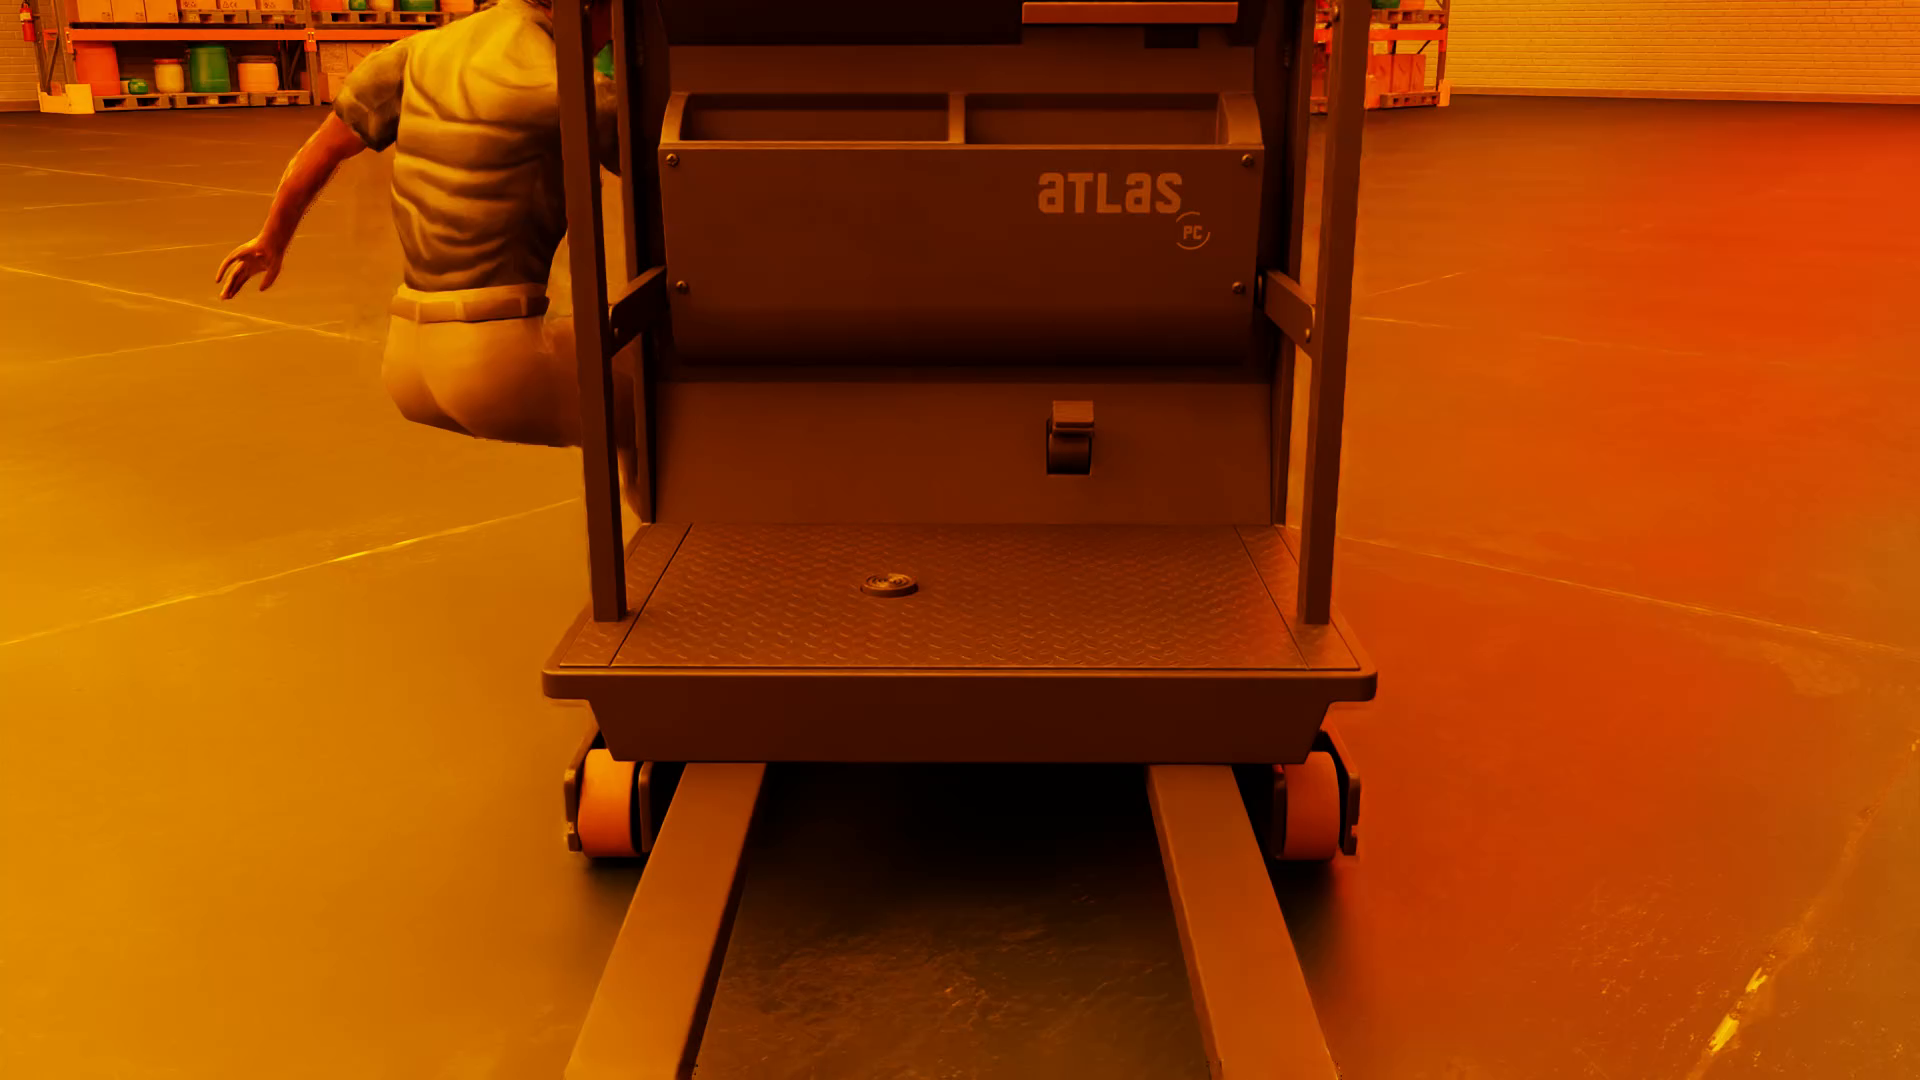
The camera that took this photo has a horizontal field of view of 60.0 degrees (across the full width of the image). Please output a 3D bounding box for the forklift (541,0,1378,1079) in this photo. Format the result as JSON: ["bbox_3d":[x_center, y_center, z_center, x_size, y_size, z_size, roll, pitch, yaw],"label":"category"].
[{"bbox_3d":[0.003,-1.025,2.274,1.130,2.935,3.031,0,17,1],"label":"forklift"}]

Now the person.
[{"bbox_3d":[-0.701,-0.430,3.049,1.008,1.346,0.899,15,22,40],"label":"person"}]
